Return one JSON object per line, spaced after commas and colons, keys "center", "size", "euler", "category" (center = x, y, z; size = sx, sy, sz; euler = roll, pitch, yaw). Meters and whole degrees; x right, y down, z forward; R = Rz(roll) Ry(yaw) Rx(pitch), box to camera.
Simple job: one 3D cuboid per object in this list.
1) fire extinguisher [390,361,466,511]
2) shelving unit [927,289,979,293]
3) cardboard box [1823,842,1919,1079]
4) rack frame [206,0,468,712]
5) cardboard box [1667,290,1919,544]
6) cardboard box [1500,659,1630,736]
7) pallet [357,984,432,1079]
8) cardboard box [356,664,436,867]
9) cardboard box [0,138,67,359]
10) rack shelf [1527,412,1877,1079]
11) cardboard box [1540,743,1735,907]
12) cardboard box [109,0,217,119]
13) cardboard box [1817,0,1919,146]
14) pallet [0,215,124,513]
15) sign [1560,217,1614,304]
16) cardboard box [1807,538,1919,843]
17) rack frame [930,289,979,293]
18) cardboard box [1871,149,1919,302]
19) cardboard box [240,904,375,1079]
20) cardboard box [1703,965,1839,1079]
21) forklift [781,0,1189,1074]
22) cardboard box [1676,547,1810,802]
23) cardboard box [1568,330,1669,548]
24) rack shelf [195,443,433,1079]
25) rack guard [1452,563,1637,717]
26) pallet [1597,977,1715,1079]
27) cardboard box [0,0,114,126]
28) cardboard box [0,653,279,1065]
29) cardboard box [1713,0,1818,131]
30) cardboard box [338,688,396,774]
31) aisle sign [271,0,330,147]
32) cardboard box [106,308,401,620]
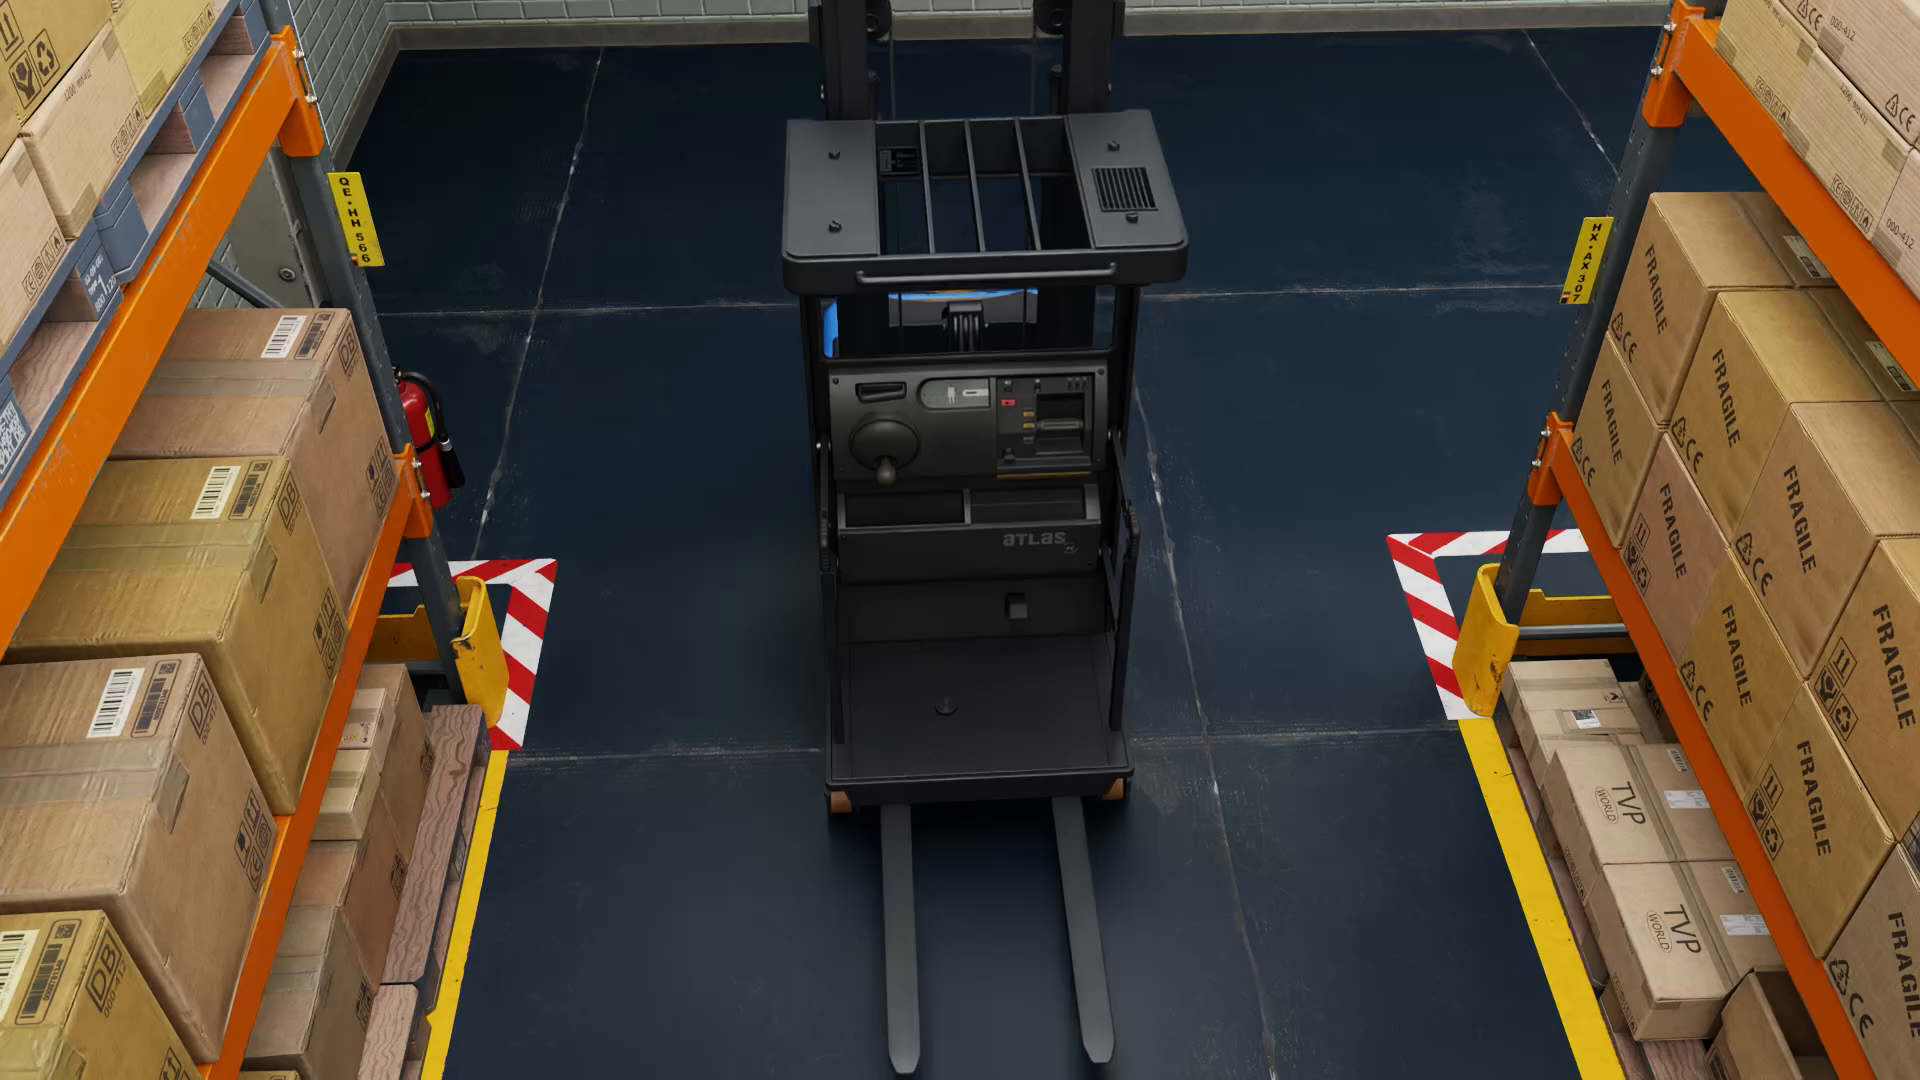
{"center": [-1.927, -0.401, 5.800], "size": [0.296, 0.674, 0.183], "euler": [-2, 43, -2], "category": "fire extinguisher"}
{"center": [-0.028, -0.723, 7.261], "size": [0.215, 1.050, 0.252], "euler": [-2, 43, -3], "category": "shelving unit"}
{"center": [2.413, 1.042, 3.819], "size": [0.500, 0.500, 0.500], "euler": [-1, 43, -1], "category": "cardboard box"}
{"center": [-2.381, -0.452, 5.523], "size": [1.000, 3.000, 0.127], "euler": [-2, 43, -2], "category": "rack frame"}
{"center": [2.353, -0.342, 4.589], "size": [0.500, 0.500, 0.500], "euler": [-1, 43, -1], "category": "cardboard box"}
{"center": [2.242, 0.585, 6.176], "size": [0.380, 0.149, 0.250], "euler": [-2, 43, -2], "category": "cardboard box"}
{"center": [-2.220, 1.936, 4.982], "size": [1.003, 0.211, 1.213], "euler": [-2, 43, -2], "category": "pallet"}
{"center": [-2.252, 0.785, 5.713], "size": [0.700, 0.500, 0.500], "euler": [-2, 43, -2], "category": "cardboard box"}
{"center": [-2.035, -0.504, 3.087], "size": [0.500, 0.250, 0.500], "euler": [-3, 43, -3], "category": "cardboard box"}
{"center": [2.653, 1.019, 4.451], "size": [1.077, 0.370, 4.000], "euler": [-2, 43, -2], "category": "rack shelf"}
{"center": [2.329, 0.968, 5.683], "size": [0.500, 0.250, 0.500], "euler": [-2, 43, -2], "category": "cardboard box"}
{"center": [-2.085, -1.207, 3.853], "size": [0.500, 0.250, 0.500], "euler": [0, 43, 0], "category": "cardboard box"}
{"center": [2.344, -1.139, 3.794], "size": [0.500, 0.250, 0.500], "euler": [-2, 43, -2], "category": "cardboard box"}
{"center": [-2.285, -0.199, 3.092], "size": [1.003, 0.211, 1.213], "euler": [-2, 43, -2], "category": "pallet"}
{"center": [2.026, -0.900, 5.371], "size": [0.100, 0.325, 0.005], "euler": [-2, 43, -2], "category": "sign"}
{"center": [2.392, 0.339, 3.846], "size": [0.500, 0.500, 0.500], "euler": [-2, 43, -2], "category": "cardboard box"}
{"center": [-0.021, -0.640, 7.172], "size": [0.200, 1.050, 0.008], "euler": [-2, 43, -3], "category": "rack frame"}
{"center": [2.367, -0.617, 3.595], "size": [0.500, 0.250, 0.500], "euler": [-2, 43, -2], "category": "cardboard box"}
{"center": [-2.208, 1.462, 4.974], "size": [0.700, 0.500, 0.500], "euler": [-3, 43, -3], "category": "cardboard box"}
{"center": [2.653, 1.594, 4.813], "size": [0.797, 0.503, 0.637], "euler": [-2, 43, -2], "category": "cardboard box"}
{"center": [0.046, -0.306, 5.415], "size": [1.130, 2.935, 3.031], "euler": [-2, 43, -3], "category": "forklift"}
{"center": [2.369, 0.361, 4.562], "size": [0.500, 0.500, 0.500], "euler": [-2, 43, -2], "category": "cardboard box"}
{"center": [2.323, -0.326, 5.312], "size": [0.500, 0.500, 0.500], "euler": [-1, 43, -1], "category": "cardboard box"}
{"center": [-2.296, 1.164, 4.293], "size": [1.077, 0.370, 4.000], "euler": [-2, 43, -2], "category": "rack shelf"}
{"center": [2.571, 0.377, 6.469], "size": [1.175, 0.500, 0.348], "euler": [-2, 43, -2], "category": "rack guard"}
{"center": [2.654, 1.843, 5.083], "size": [1.003, 0.211, 1.213], "euler": [-2, 43, -2], "category": "pallet"}
{"center": [-2.067, -1.146, 3.231], "size": [0.500, 0.500, 0.500], "euler": [0, 43, -1], "category": "cardboard box"}
{"center": [-2.285, 0.788, 3.949], "size": [0.980, 0.700, 0.700], "euler": [-4, 43, -4], "category": "cardboard box"}
{"center": [2.335, -1.293, 4.331], "size": [0.500, 0.250, 0.500], "euler": [-2, 43, -2], "category": "cardboard box"}
{"center": [-2.064, 0.627, 5.405], "size": [0.380, 0.149, 0.250], "euler": [-2, 43, -2], "category": "cardboard box"}
{"center": [-2.085, -1.467, 4.707], "size": [0.394, 0.787, 0.004], "euler": [-2, 43, -2], "category": "aisle sign"}
{"center": [-2.350, -0.218, 5.046], "size": [0.980, 0.700, 0.700], "euler": [0, 43, 0], "category": "cardboard box"}
